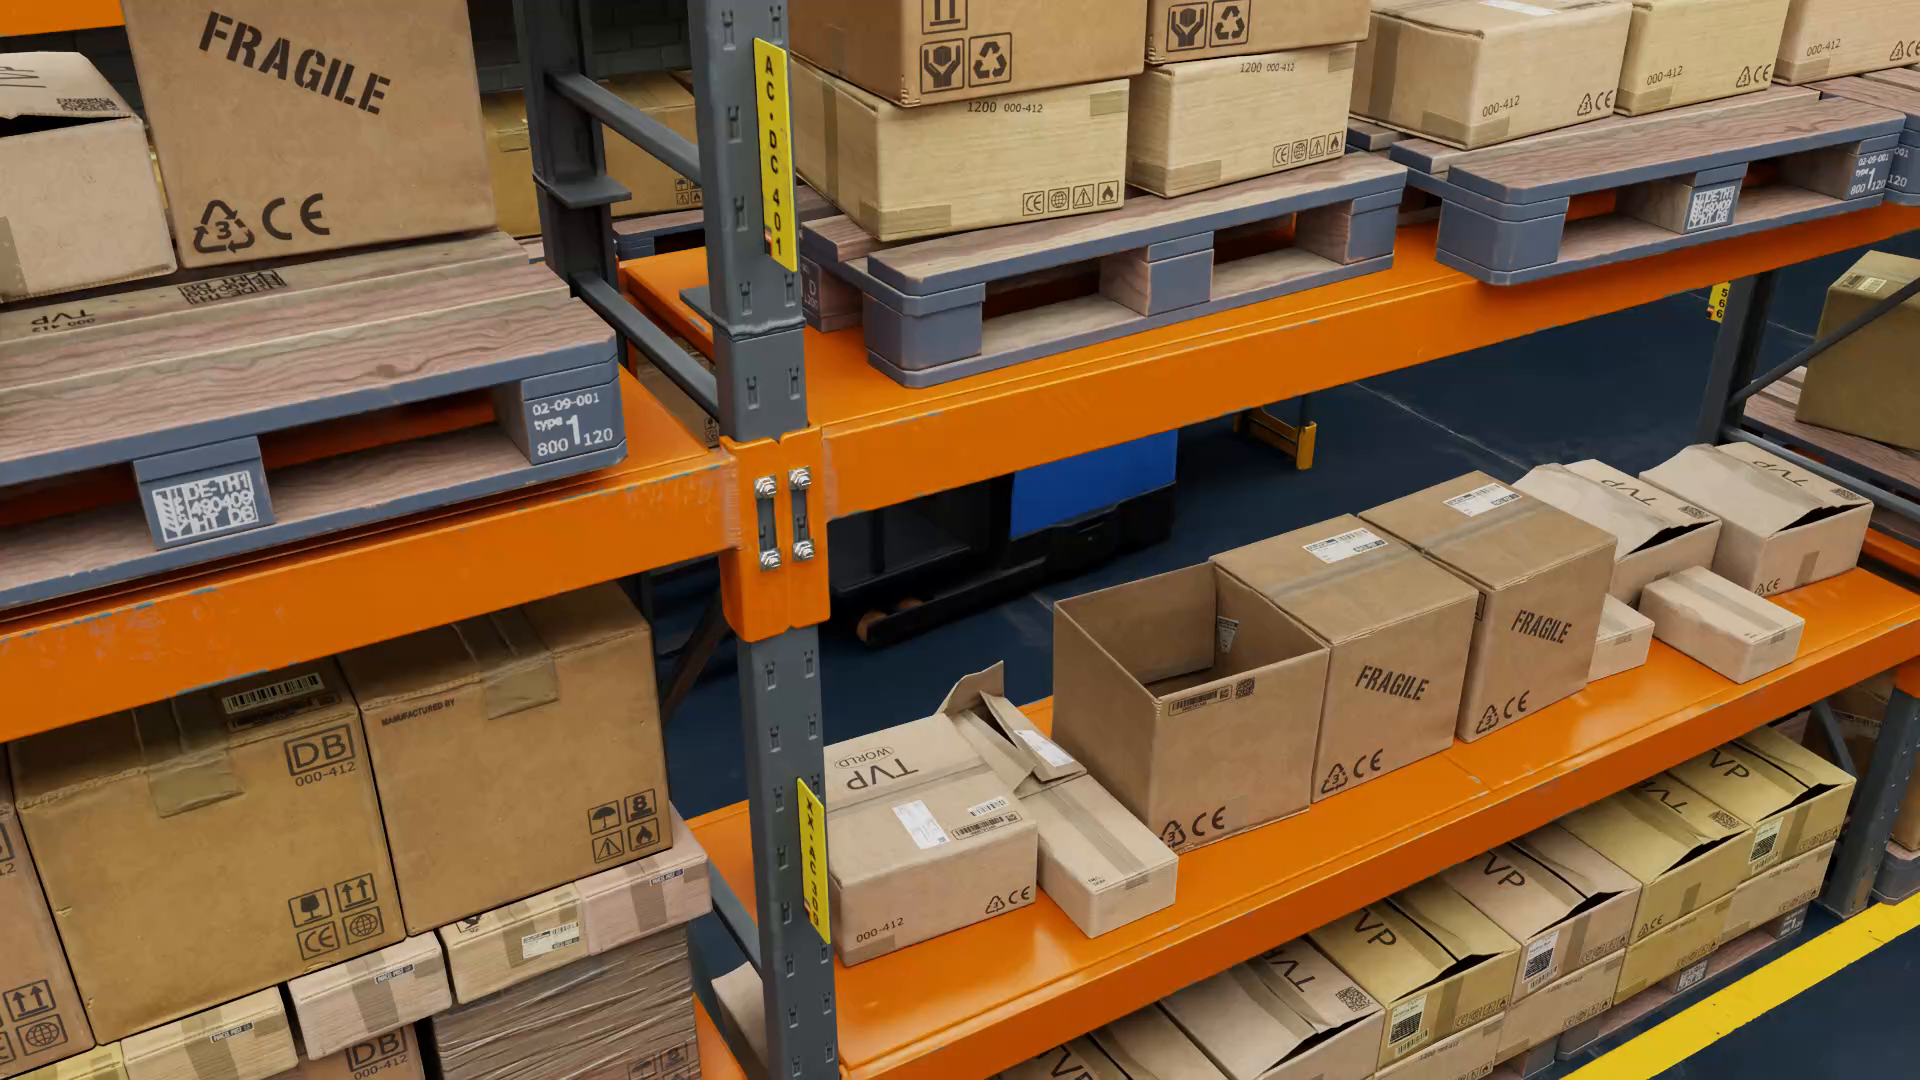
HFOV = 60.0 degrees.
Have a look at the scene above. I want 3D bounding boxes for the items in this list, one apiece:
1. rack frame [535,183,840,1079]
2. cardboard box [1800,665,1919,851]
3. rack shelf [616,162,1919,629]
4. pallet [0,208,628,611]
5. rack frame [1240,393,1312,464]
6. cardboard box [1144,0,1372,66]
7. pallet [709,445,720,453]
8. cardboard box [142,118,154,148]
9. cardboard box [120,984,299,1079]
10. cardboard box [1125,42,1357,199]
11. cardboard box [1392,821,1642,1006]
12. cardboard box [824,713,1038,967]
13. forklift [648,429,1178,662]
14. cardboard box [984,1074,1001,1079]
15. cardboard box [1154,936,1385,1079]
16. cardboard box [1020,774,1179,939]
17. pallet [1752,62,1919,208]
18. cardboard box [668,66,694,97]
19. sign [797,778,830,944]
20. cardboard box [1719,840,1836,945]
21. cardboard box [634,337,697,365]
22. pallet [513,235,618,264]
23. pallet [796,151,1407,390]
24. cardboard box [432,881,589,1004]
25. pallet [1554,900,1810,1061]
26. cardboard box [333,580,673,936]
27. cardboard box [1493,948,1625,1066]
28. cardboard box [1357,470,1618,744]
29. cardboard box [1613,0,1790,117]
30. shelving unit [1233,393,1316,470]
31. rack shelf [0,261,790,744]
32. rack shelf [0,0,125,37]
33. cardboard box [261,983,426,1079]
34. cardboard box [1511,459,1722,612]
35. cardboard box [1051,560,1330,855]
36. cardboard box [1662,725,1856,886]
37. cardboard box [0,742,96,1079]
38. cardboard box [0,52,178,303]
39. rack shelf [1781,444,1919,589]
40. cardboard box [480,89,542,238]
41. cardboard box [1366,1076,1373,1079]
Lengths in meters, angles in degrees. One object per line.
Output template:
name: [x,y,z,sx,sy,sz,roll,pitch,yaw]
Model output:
rack frame: [-0.553,0.781,3.730,0.127,3.000,1.000,-16,33,-26]
cardboard box: [3.433,0.711,5.989,0.500,0.500,0.500,-14,32,-24]
rack shelf: [1.171,-0.707,4.067,4.000,0.370,1.077,-16,33,-26]
pallet: [-1.276,-0.274,2.629,1.213,0.211,1.003,-16,33,-26]
rack frame: [1.718,-1.161,8.802,0.032,1.500,0.500,-16,33,-27]
cardboard box: [0.478,-1.262,3.273,0.500,0.500,0.500,-13,31,-22]
pallet: [-1.343,-0.553,9.033,1.213,0.211,1.003,-16,33,-26]
cardboard box: [-3.577,-1.525,7.268,0.500,0.500,0.500,-17,33,-27]
cardboard box: [-1.344,0.799,2.924,0.250,0.149,0.380,-16,33,-26]
cardboard box: [0.455,-0.933,3.452,0.500,0.250,0.500,-19,34,-31]
cardboard box: [1.687,1.059,5.057,0.500,0.311,0.500,-16,33,-27]
cardboard box: [-0.151,0.708,4.018,0.500,0.250,0.500,-14,32,-23]
forklift: [-0.429,-1.093,7.198,3.031,2.935,1.130,-19,34,-30]
cardboard box: [-0.071,1.558,4.153,0.500,0.311,0.500,-16,33,-26]
cardboard box: [0.809,1.310,4.602,0.500,0.311,0.500,-17,33,-28]
cardboard box: [0.314,0.759,4.030,0.250,0.149,0.380,-16,33,-26]
pallet: [2.356,-1.225,4.457,1.003,0.211,1.213,-14,32,-24]
cardboard box: [-1.080,-2.064,8.326,0.500,0.500,0.700,-16,33,-26]
sign: [-0.271,0.598,3.084,0.005,0.325,0.100,-16,33,-26]
cardboard box: [2.565,1.052,5.650,0.500,0.250,0.500,-15,32,-25]
cardboard box: [-1.615,-1.134,8.555,0.500,0.250,0.500,-17,33,-28]
pallet: [-2.333,-1.324,7.744,1.213,0.211,1.003,-16,33,-26]
pallet: [0.201,-0.670,3.453,1.217,0.209,0.805,-17,33,-28]
cardboard box: [-0.893,0.669,3.159,0.250,0.149,0.380,-17,33,-27]
pallet: [2.166,1.208,5.843,1.213,0.211,1.003,-16,33,-26]
cardboard box: [-0.933,0.280,3.191,0.500,0.500,0.700,-16,33,-26]
cardboard box: [1.688,1.302,5.198,0.500,0.250,0.500,-15,32,-25]
cardboard box: [1.457,0.176,4.724,0.500,0.500,0.500,-18,34,-29]
cardboard box: [1.591,-1.224,3.980,0.500,0.250,0.500,-17,33,-27]
shelving unit: [1.291,-1.037,8.576,1.083,1.500,0.587,-16,33,-27]
rack shelf: [-2.278,0.272,2.292,4.000,0.370,1.077,-16,33,-26]
rack shelf: [-4.790,-1.791,6.030,4.000,0.370,1.077,-16,33,-26]
cardboard box: [-1.384,0.980,3.266,0.500,0.500,0.700,-16,33,-27]
cardboard box: [2.026,-0.021,5.276,0.500,0.311,0.500,-16,33,-27]
cardboard box: [0.571,0.427,4.268,0.500,0.500,0.500,-13,32,-23]
cardboard box: [2.569,0.807,5.514,0.500,0.311,0.500,-15,32,-25]
cardboard box: [-1.800,0.527,2.745,0.500,0.500,0.700,-16,33,-26]
cardboard box: [-1.587,-0.593,2.628,0.500,0.311,0.500,-18,34,-29]
rack shelf: [4.620,-0.373,6.566,4.000,0.370,1.077,-16,33,-26]
cardboard box: [-2.125,-1.762,7.780,0.500,0.500,0.700,-12,31,-21]
cardboard box: [0.807,1.553,4.743,0.500,0.250,0.500,-17,33,-28]
